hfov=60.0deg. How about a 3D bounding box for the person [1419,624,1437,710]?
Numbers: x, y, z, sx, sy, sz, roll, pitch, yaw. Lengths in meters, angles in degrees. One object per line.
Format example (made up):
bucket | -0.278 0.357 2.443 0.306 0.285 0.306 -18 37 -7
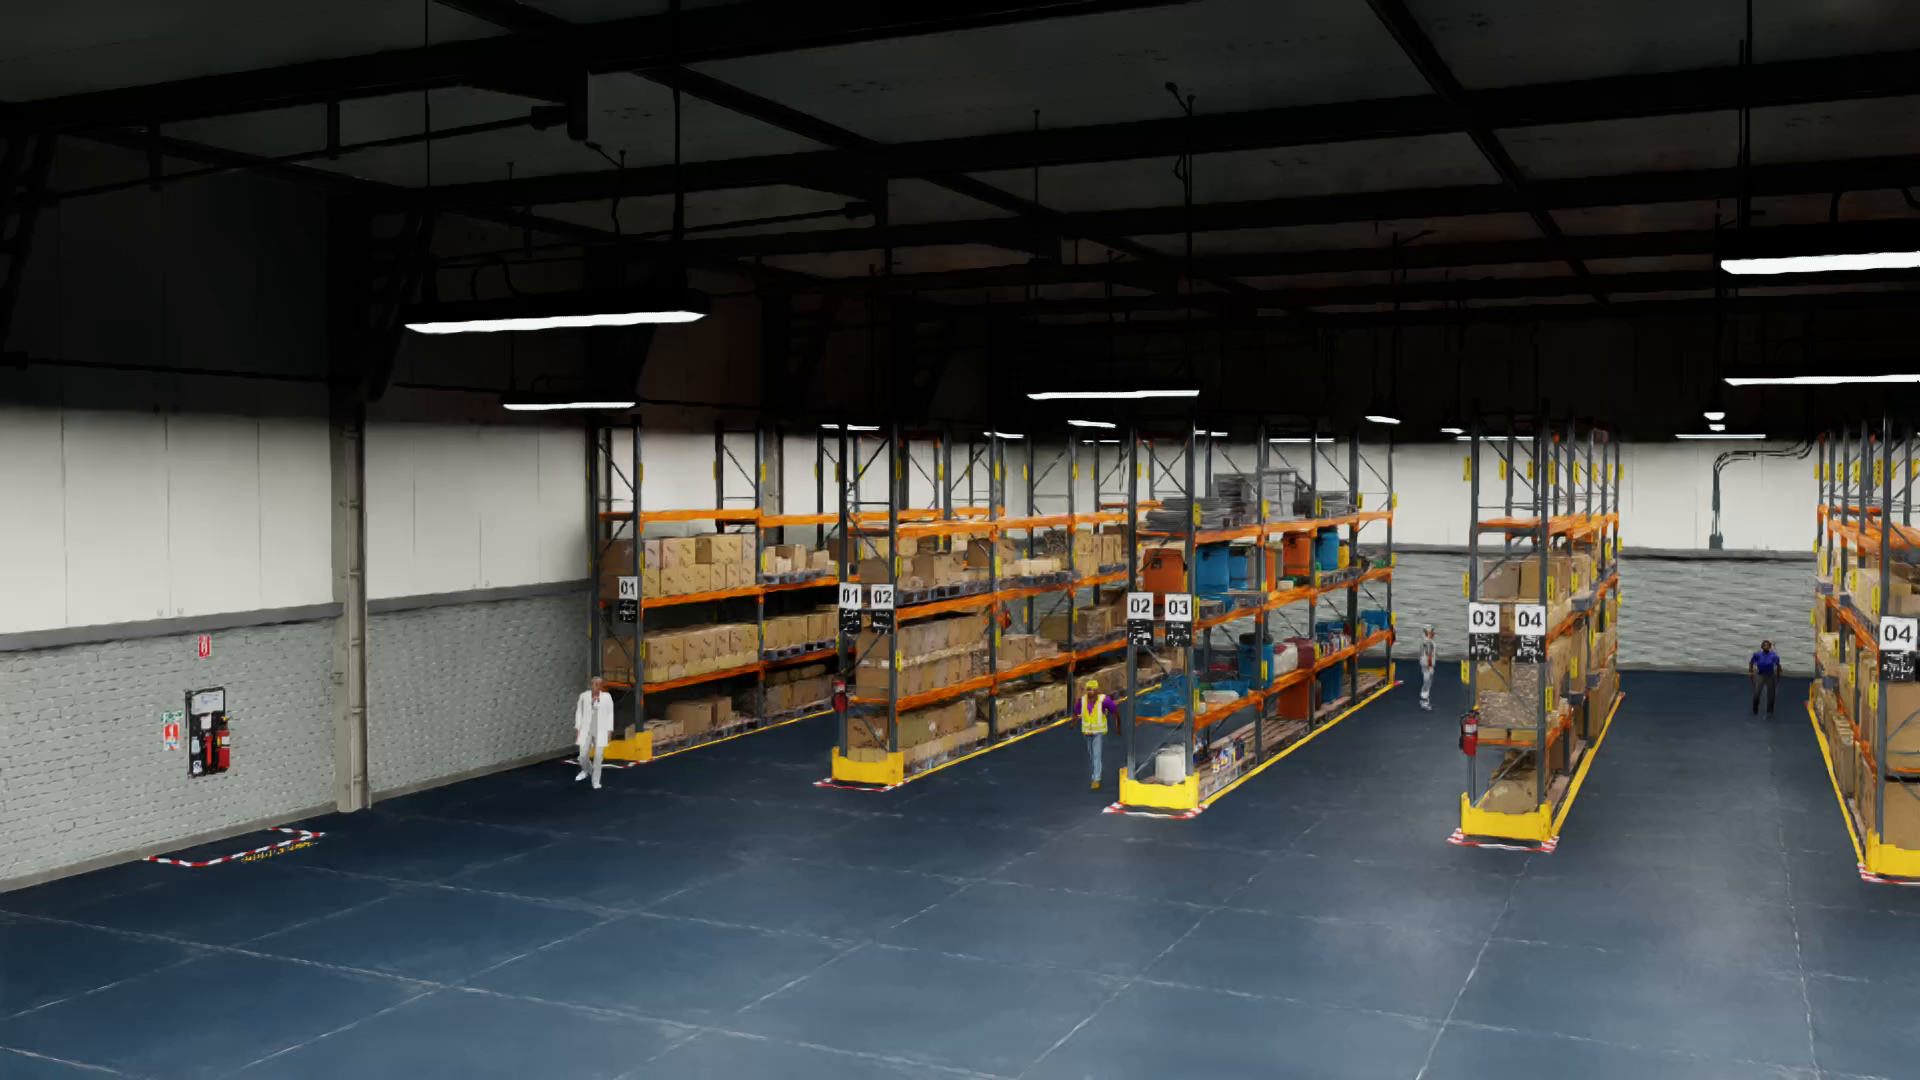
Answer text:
person | 9.845 2.650 34.899 0.398 1.793 0.659 0 2 6

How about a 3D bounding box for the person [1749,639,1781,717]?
person | 16.409 2.821 33.902 0.592 1.590 0.513 1 3 23

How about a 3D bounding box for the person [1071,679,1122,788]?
person | 2.151 3.056 26.562 0.734 1.697 0.856 1 3 30

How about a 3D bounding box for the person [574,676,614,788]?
person | -5.816 3.128 26.441 0.618 1.577 0.597 0 2 -11
